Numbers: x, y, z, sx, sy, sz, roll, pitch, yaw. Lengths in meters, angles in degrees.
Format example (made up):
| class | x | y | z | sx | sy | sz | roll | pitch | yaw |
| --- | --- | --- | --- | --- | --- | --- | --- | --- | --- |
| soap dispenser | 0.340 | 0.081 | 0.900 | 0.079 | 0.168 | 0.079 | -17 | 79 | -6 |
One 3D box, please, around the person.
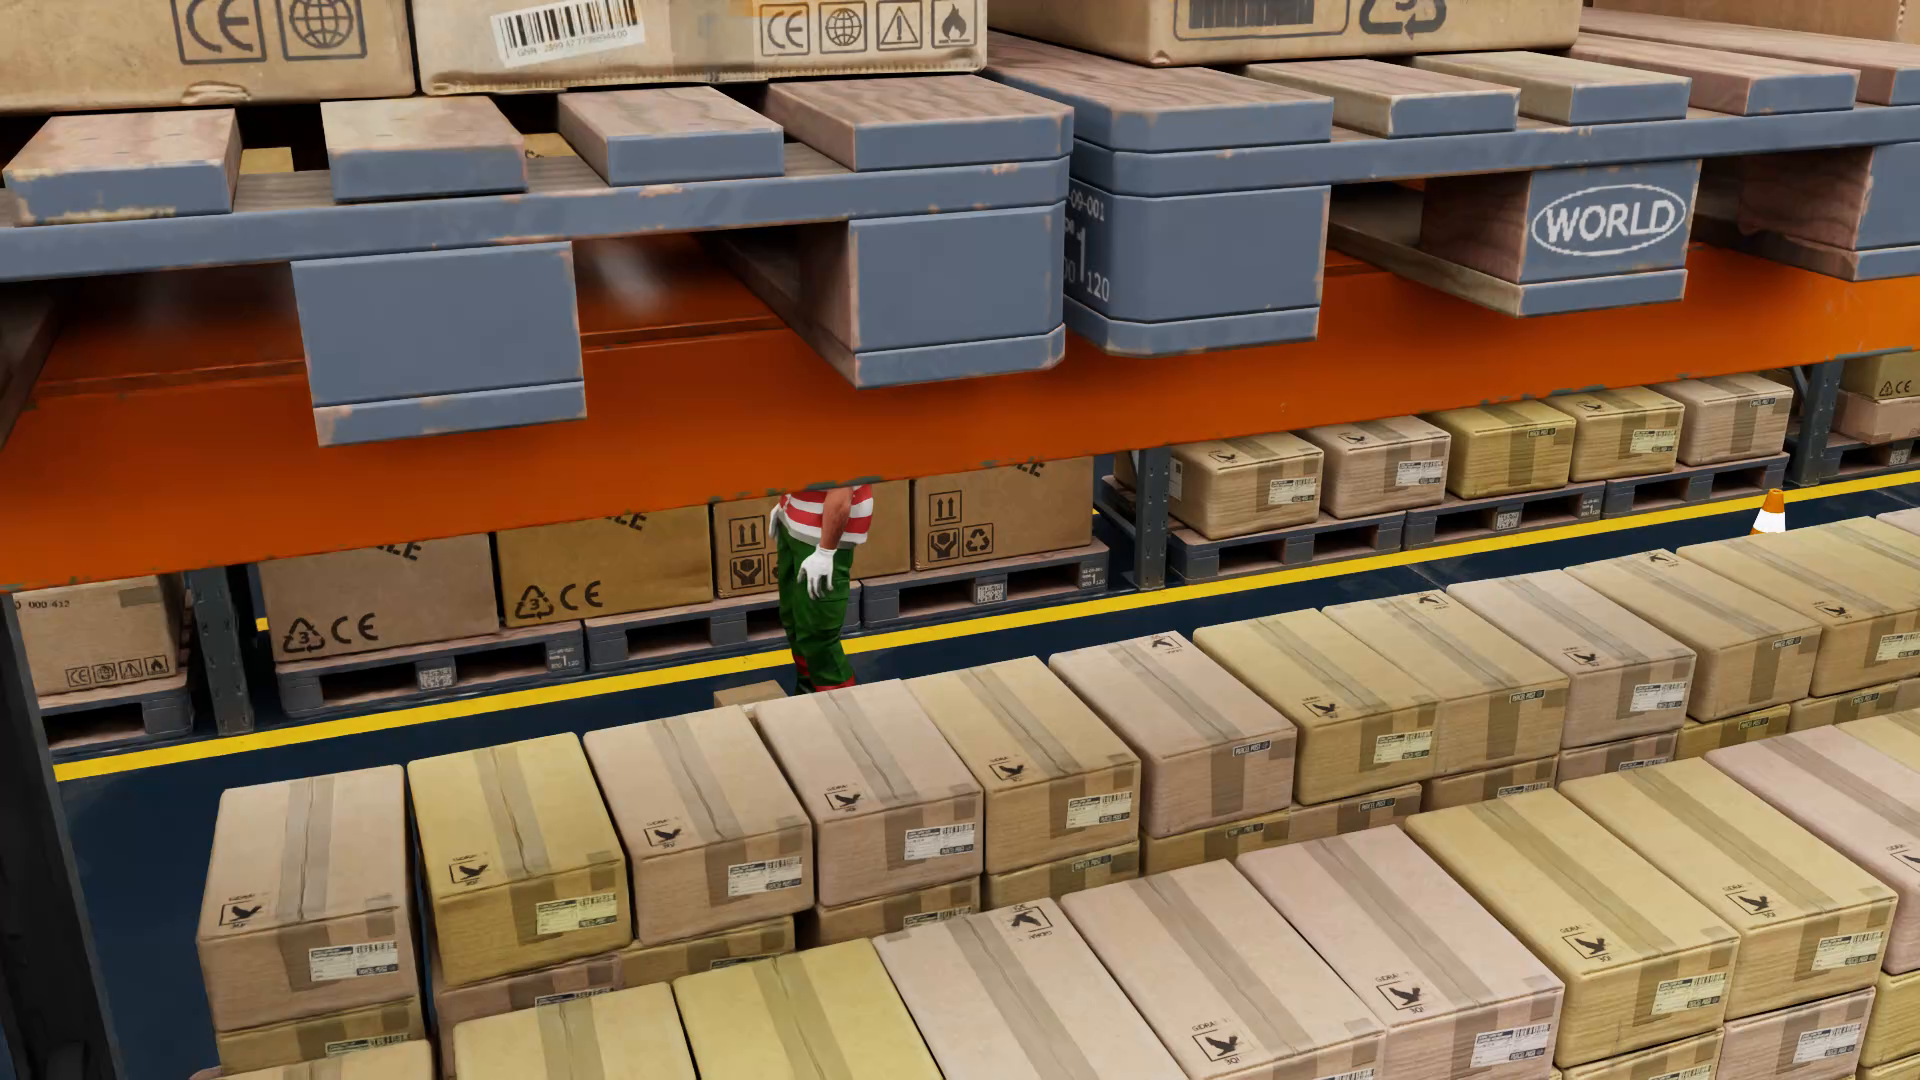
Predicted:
| class | x | y | z | sx | sy | sz | roll | pitch | yaw |
| --- | --- | --- | --- | --- | --- | --- | --- | --- | --- |
| person | -0.561 | -0.020 | 6.121 | 0.449 | 1.779 | 0.609 | -8 | 24 | -19 |
